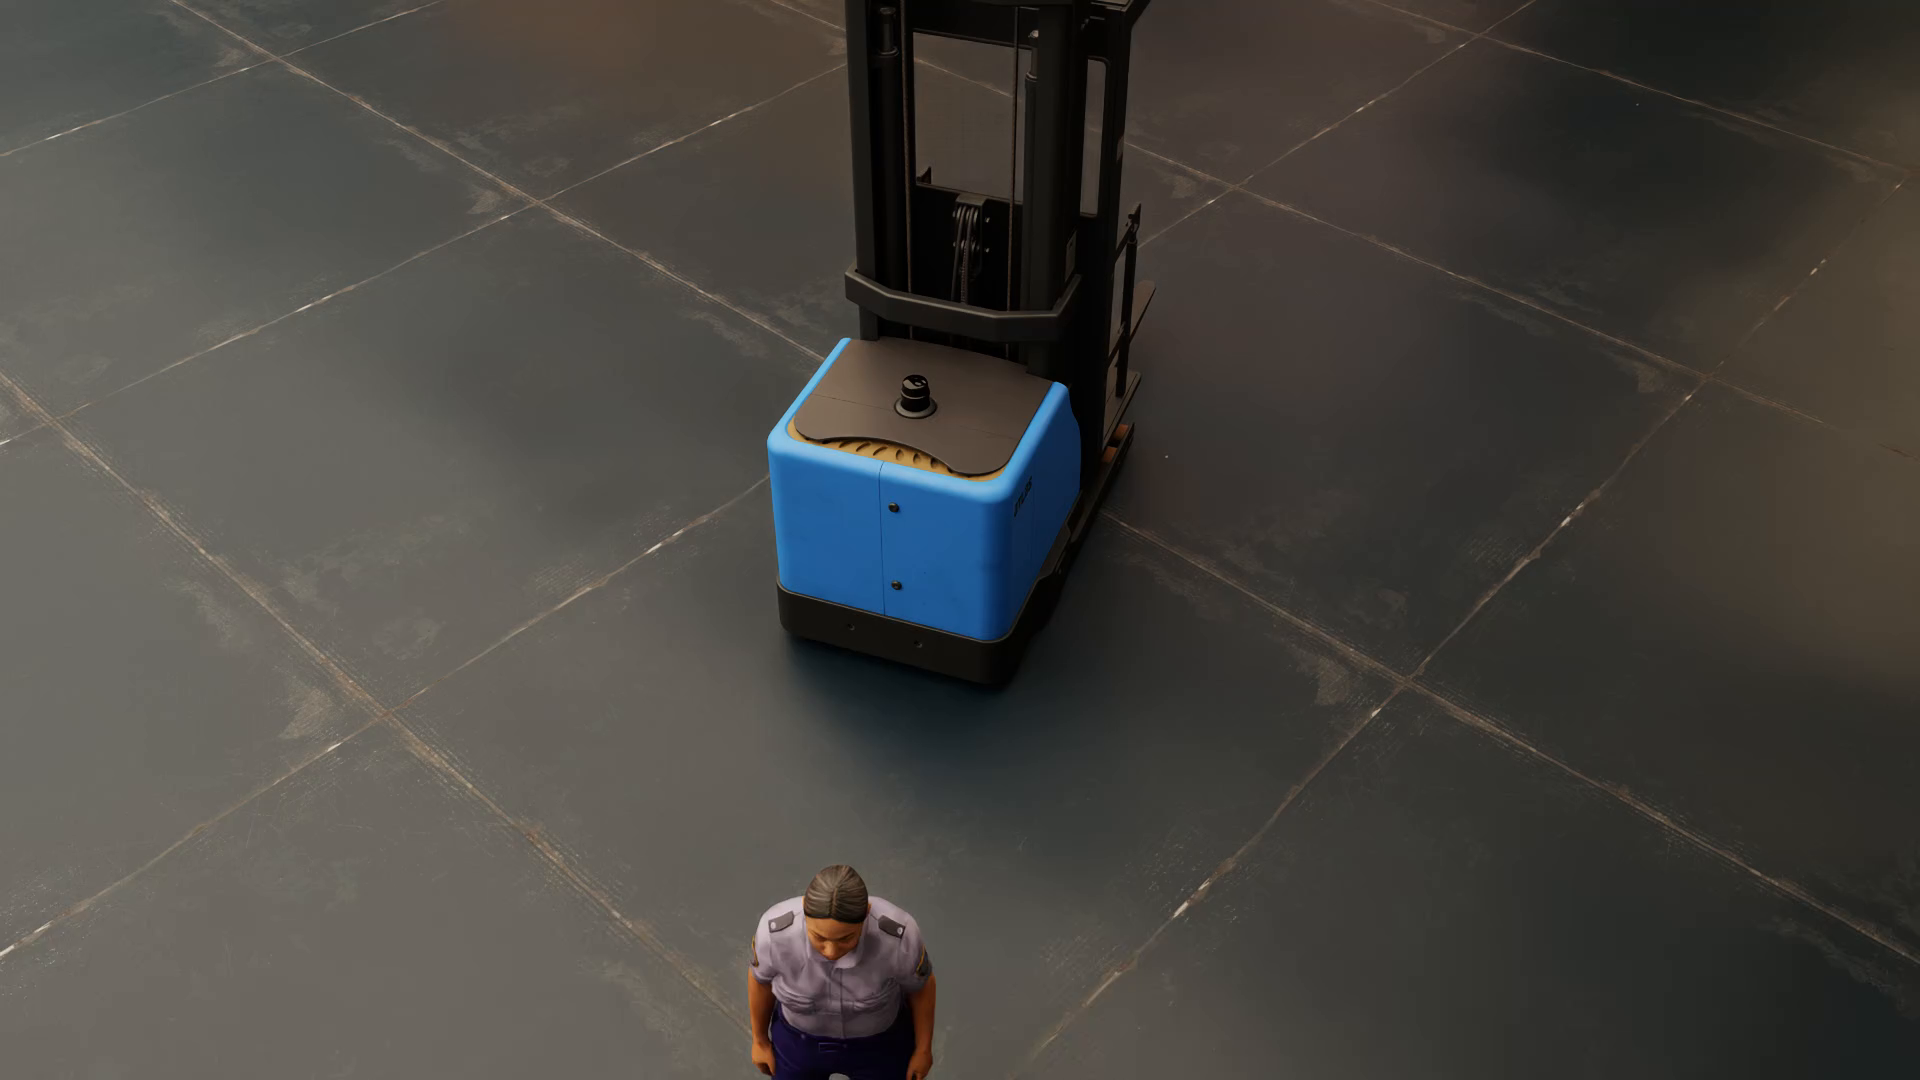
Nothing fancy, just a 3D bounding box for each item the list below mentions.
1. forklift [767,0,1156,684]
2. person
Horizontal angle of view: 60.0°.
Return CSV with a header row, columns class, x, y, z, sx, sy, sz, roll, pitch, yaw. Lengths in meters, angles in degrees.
class,x,y,z,sx,sy,sz,roll,pitch,yaw
forklift,0.211,-1.484,7.158,1.130,2.935,3.031,14,42,15
person,-0.349,1.431,4.746,0.561,1.651,0.376,3,41,3
